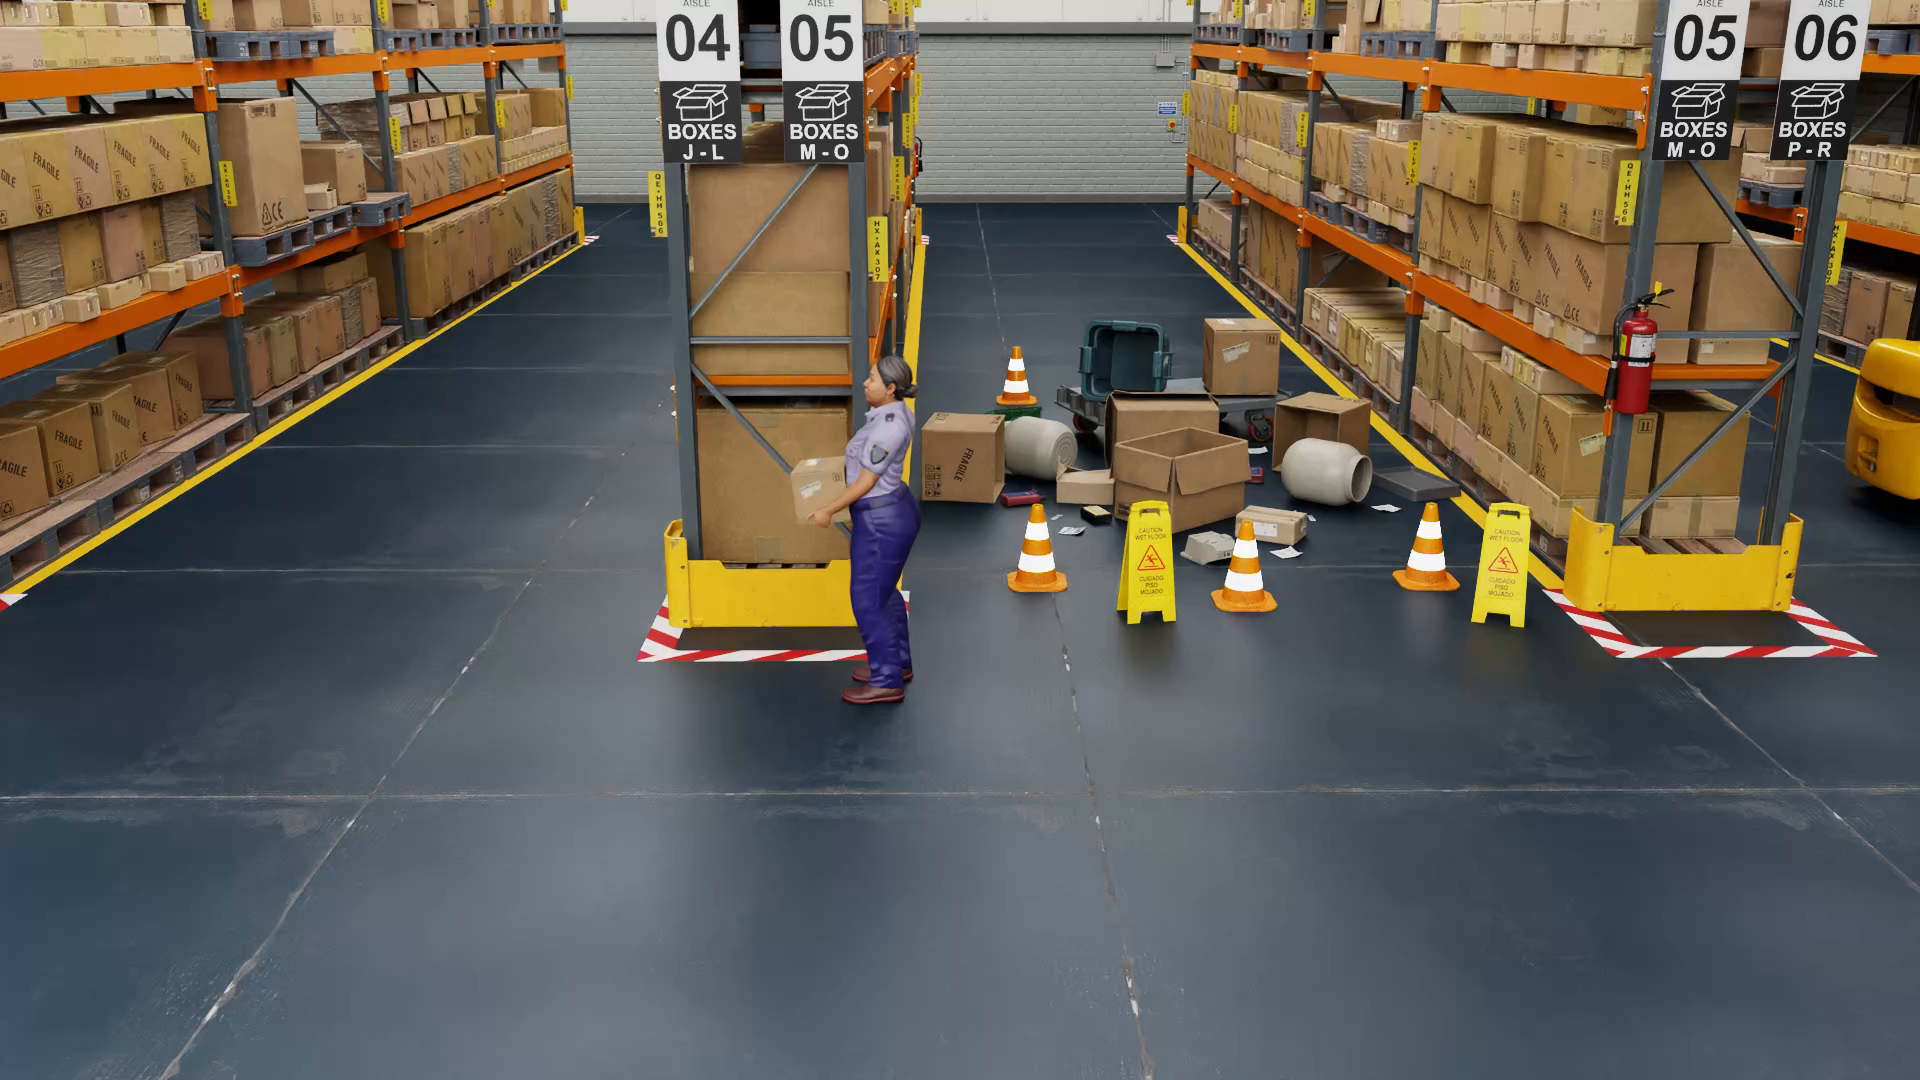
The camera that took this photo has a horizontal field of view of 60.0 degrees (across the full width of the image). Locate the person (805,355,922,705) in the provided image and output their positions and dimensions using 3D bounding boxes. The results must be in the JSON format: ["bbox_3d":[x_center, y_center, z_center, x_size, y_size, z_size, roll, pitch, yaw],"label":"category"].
[{"bbox_3d":[-0.446,-0.060,7.784,0.517,1.637,0.453,2,17,5],"label":"person"}]
